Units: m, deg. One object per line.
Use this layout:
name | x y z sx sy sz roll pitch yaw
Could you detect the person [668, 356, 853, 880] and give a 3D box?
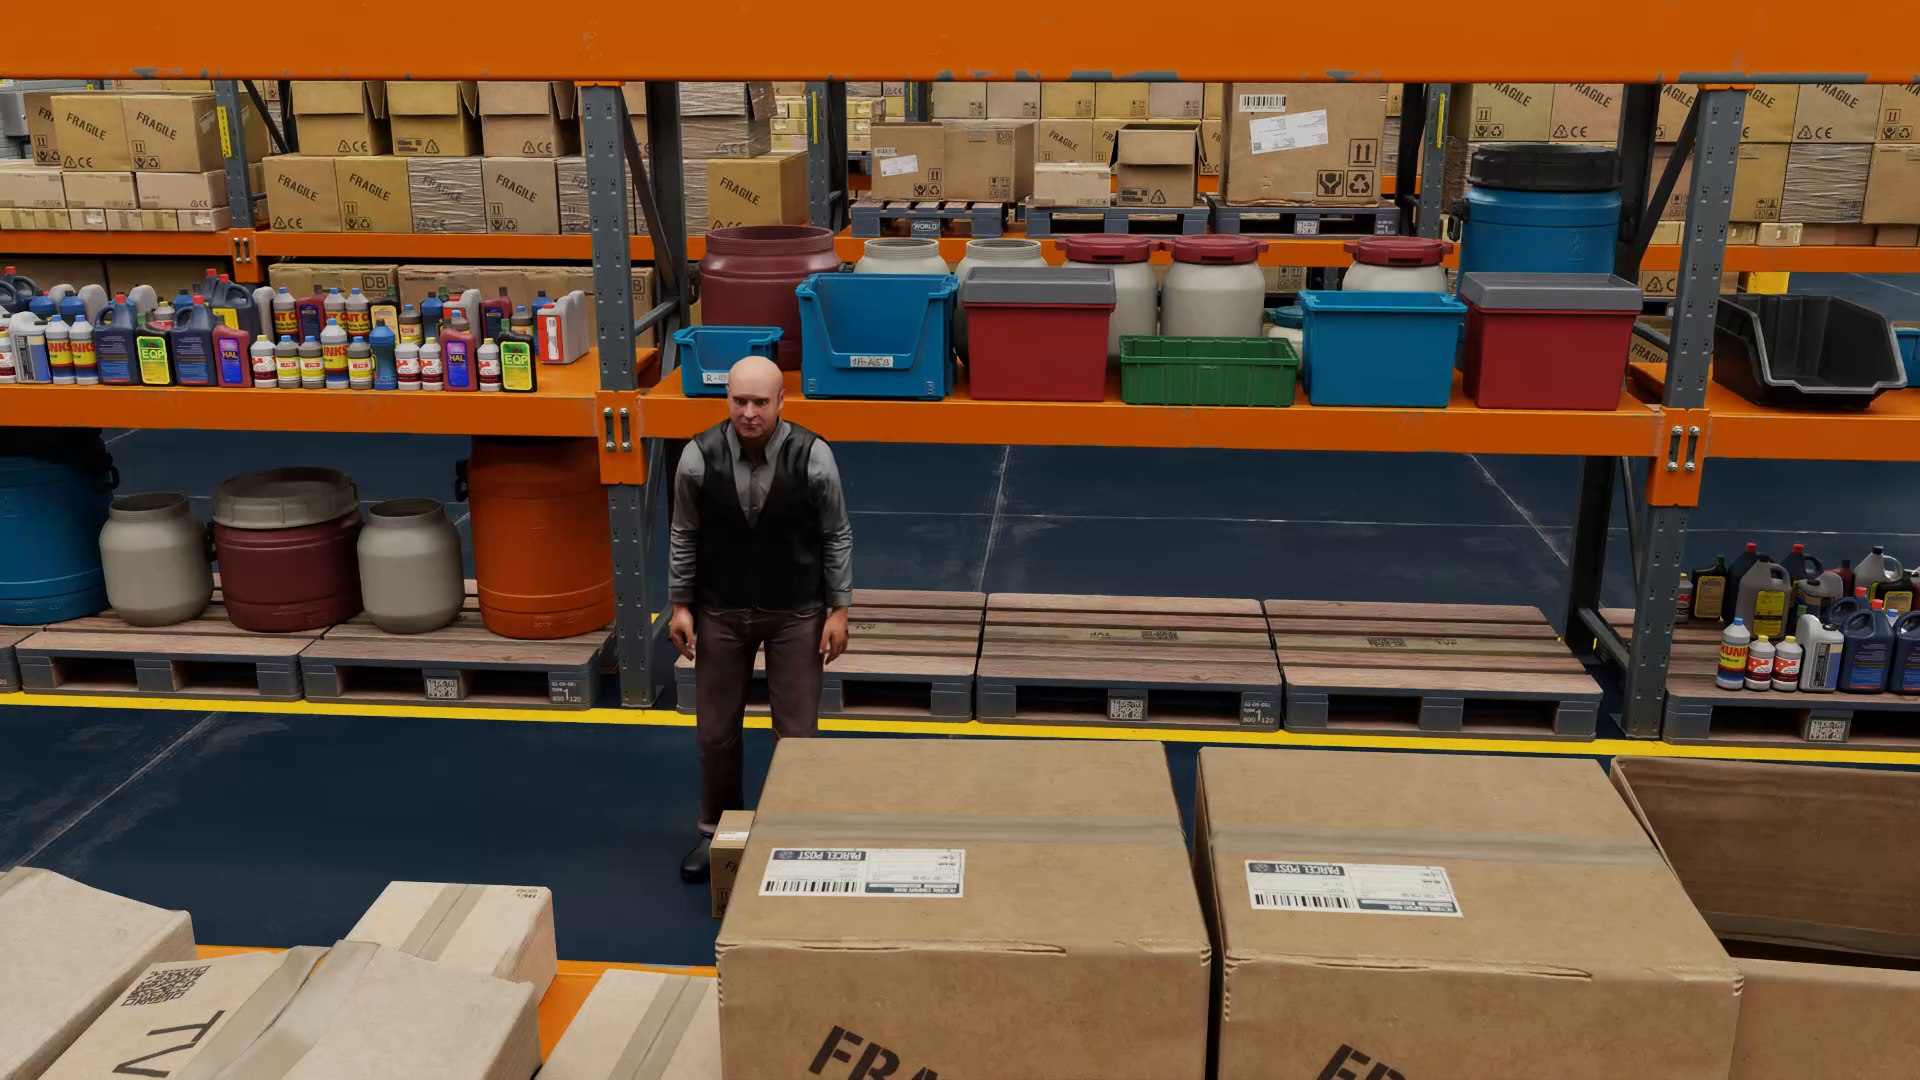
person | -0.633 0.252 5.307 0.587 1.721 0.462 1 17 3
